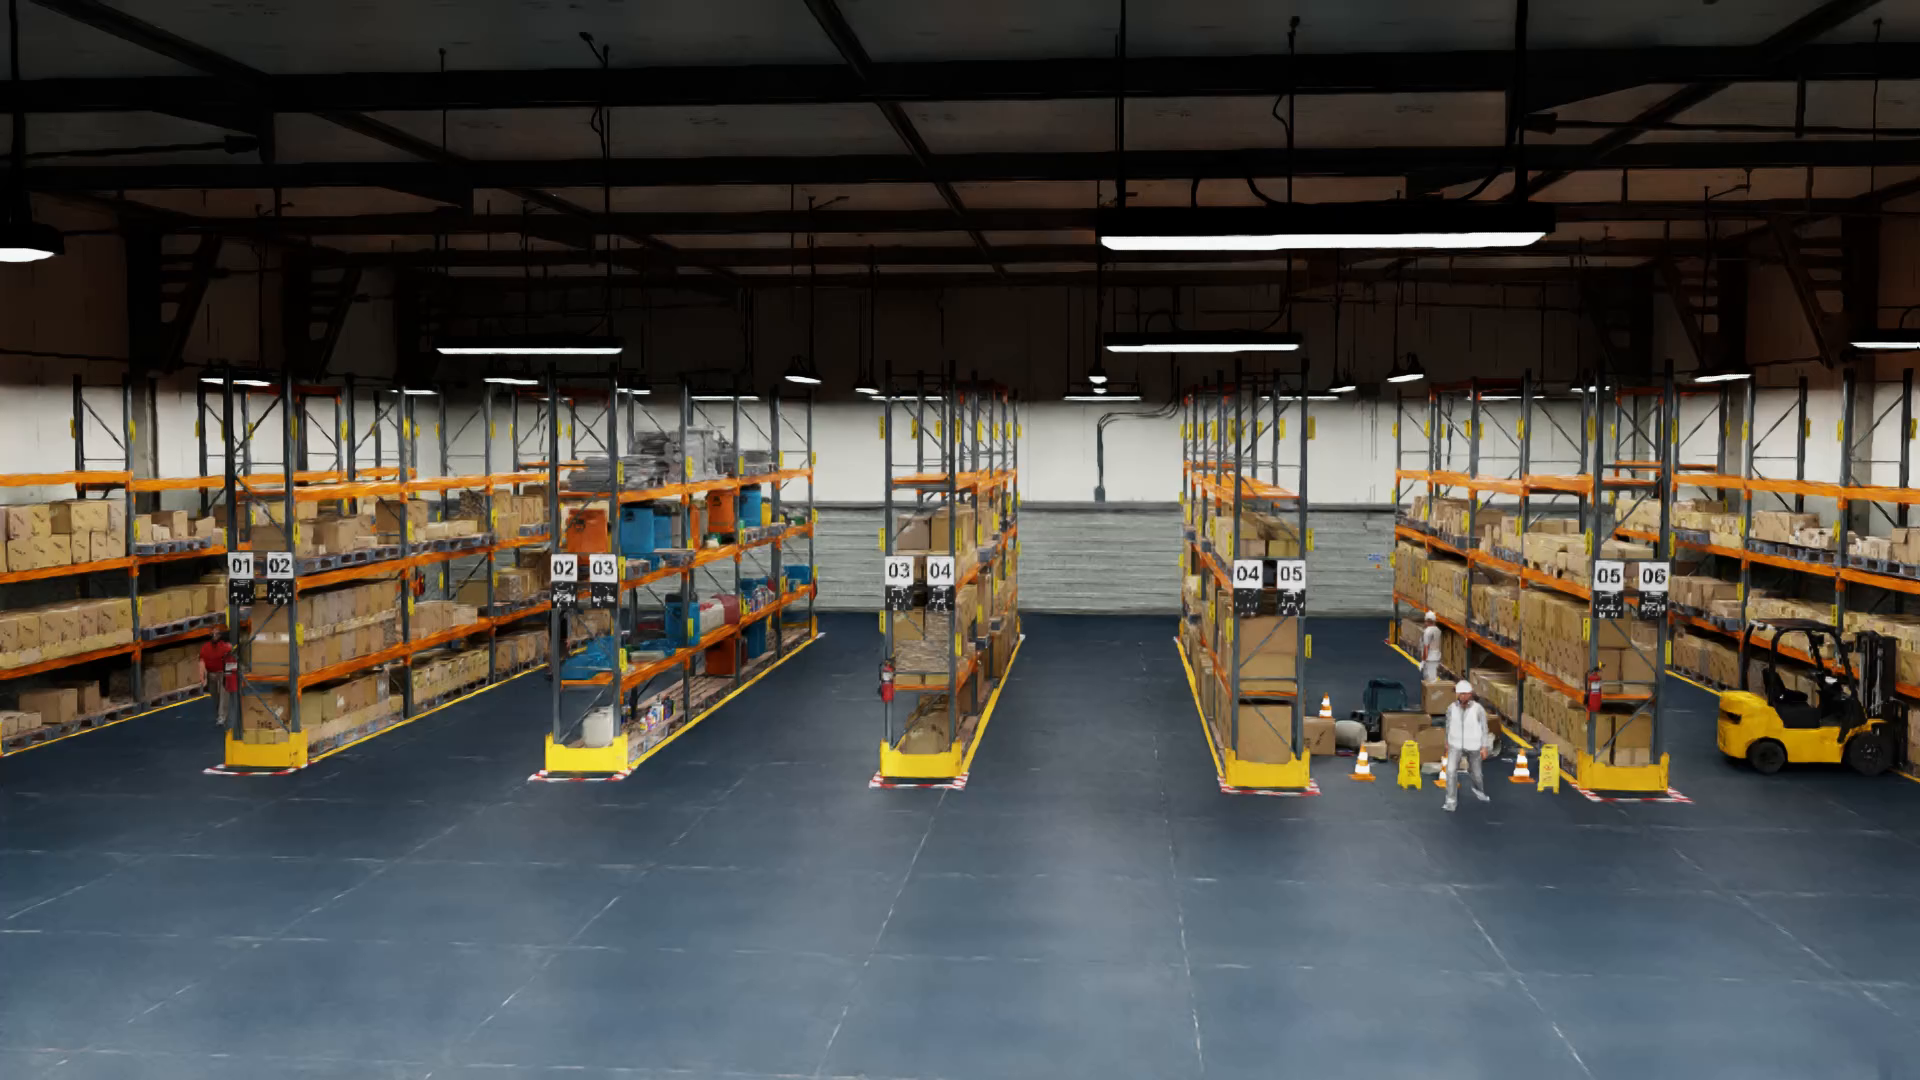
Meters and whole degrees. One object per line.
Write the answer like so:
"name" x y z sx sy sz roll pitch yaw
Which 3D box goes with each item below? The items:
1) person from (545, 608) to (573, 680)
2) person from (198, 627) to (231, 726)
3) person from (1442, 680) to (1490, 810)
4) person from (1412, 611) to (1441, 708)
"person" -8.070 1.962 33.550 0.555 1.673 1.029 0 4 5
"person" -12.597 2.304 28.179 0.536 1.659 1.036 0 4 -3
"person" 6.716 2.698 22.044 0.574 1.721 0.955 2 4 26
"person" 8.317 2.153 29.550 0.583 1.786 0.658 2 4 29
